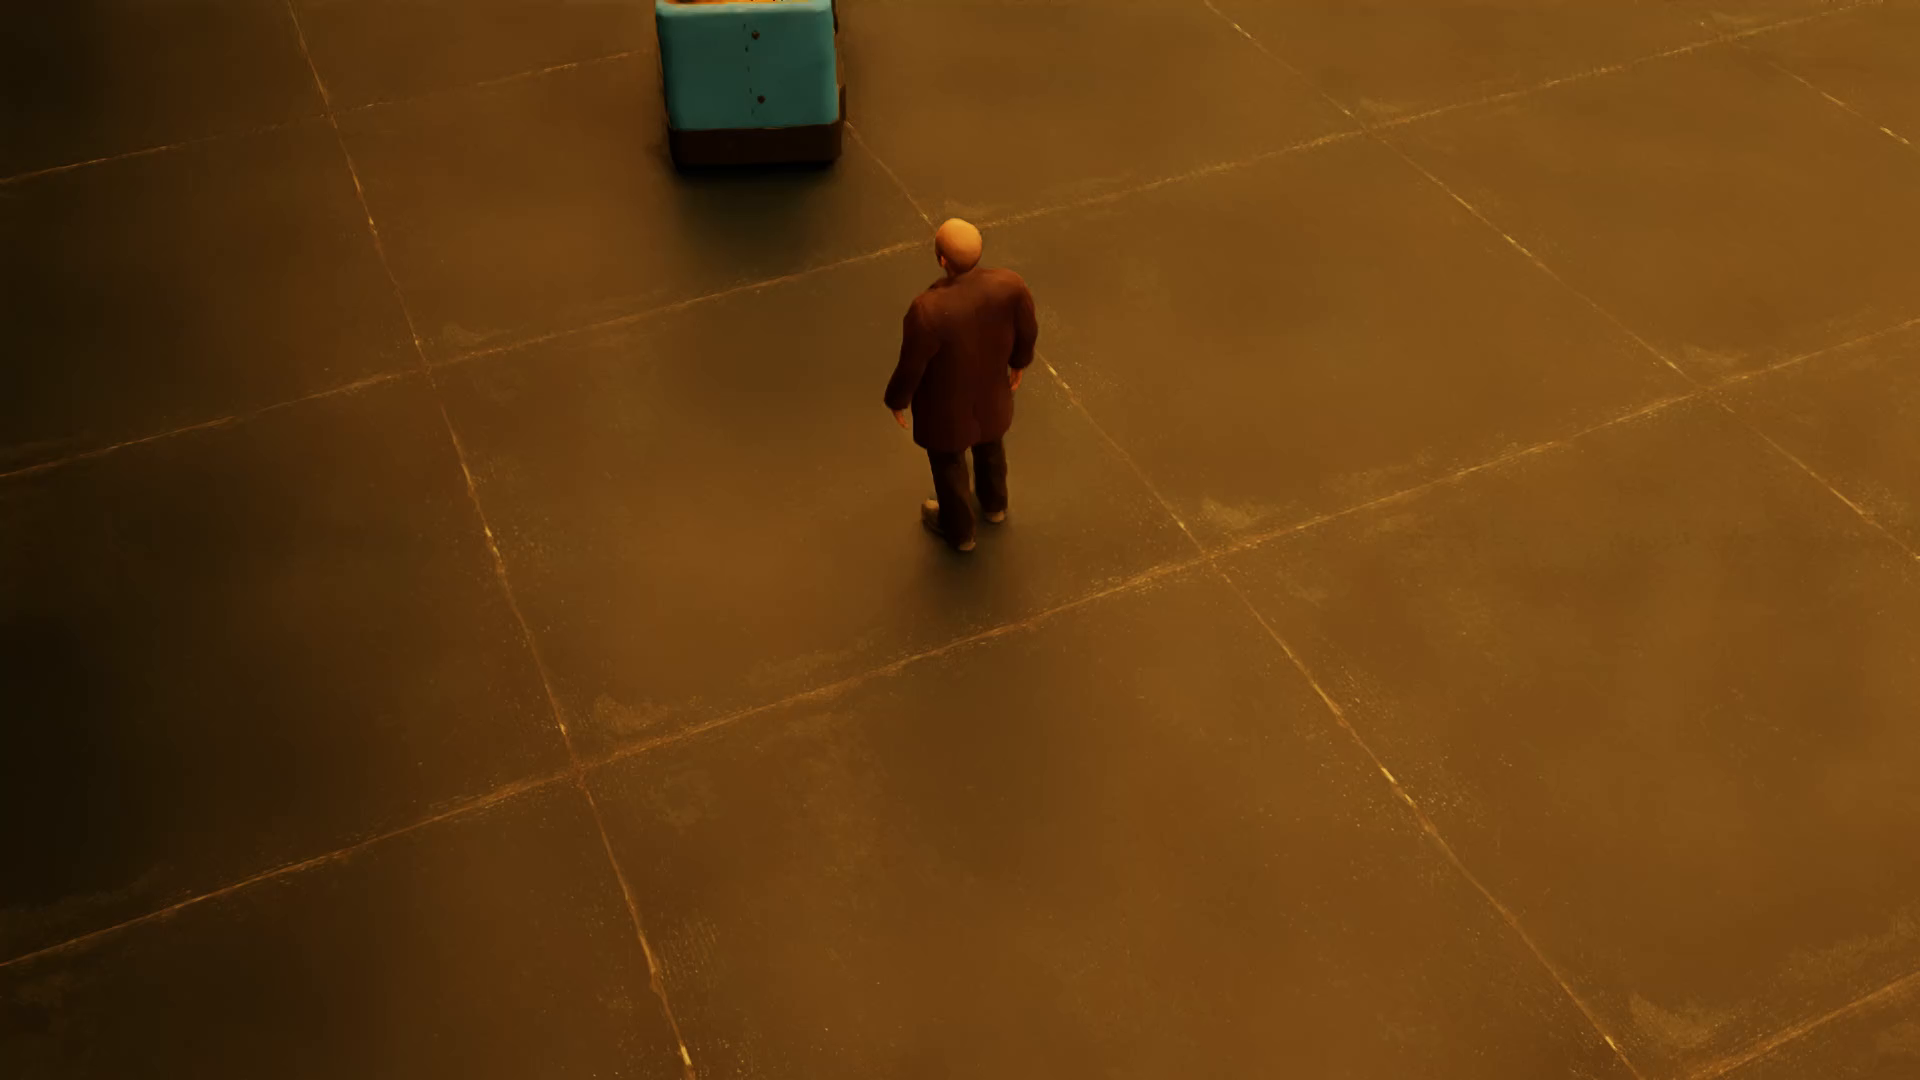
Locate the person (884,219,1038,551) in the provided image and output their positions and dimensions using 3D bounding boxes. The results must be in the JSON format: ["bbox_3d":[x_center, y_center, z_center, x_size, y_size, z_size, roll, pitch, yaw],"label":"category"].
[{"bbox_3d":[-0.034,-0.713,7.279,0.694,1.776,0.580,-18,46,-18],"label":"person"}]

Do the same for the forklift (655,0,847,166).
[{"bbox_3d":[-1.372,-4.362,10.354,1.130,2.935,3.031,-3,43,-4],"label":"forklift"}]
